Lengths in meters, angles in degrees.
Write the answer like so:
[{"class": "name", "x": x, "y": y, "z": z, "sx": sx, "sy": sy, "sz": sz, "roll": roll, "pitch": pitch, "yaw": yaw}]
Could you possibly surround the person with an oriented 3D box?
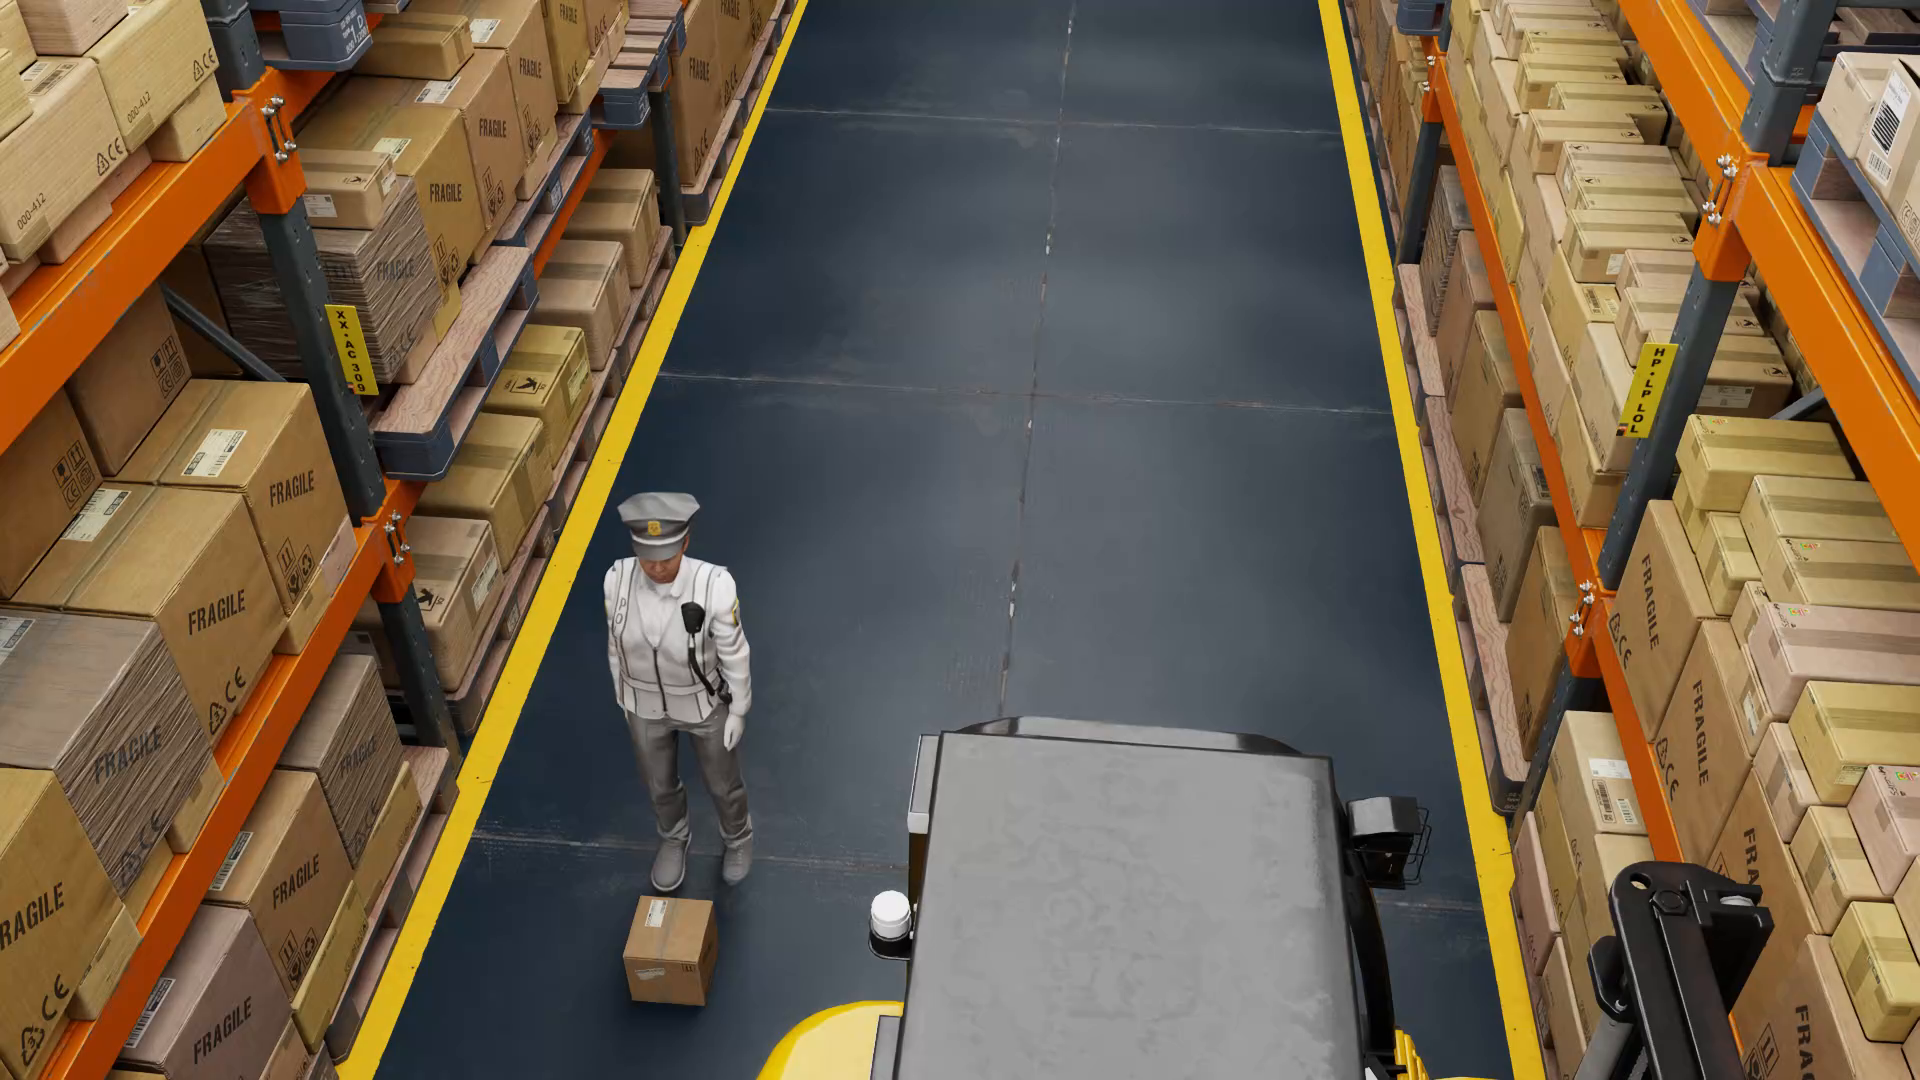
[{"class": "person", "x": -0.917, "y": 0.555, "z": 5.524, "sx": 0.466, "sy": 1.723, "sz": 0.343, "roll": 4, "pitch": 40, "yaw": 5}]
